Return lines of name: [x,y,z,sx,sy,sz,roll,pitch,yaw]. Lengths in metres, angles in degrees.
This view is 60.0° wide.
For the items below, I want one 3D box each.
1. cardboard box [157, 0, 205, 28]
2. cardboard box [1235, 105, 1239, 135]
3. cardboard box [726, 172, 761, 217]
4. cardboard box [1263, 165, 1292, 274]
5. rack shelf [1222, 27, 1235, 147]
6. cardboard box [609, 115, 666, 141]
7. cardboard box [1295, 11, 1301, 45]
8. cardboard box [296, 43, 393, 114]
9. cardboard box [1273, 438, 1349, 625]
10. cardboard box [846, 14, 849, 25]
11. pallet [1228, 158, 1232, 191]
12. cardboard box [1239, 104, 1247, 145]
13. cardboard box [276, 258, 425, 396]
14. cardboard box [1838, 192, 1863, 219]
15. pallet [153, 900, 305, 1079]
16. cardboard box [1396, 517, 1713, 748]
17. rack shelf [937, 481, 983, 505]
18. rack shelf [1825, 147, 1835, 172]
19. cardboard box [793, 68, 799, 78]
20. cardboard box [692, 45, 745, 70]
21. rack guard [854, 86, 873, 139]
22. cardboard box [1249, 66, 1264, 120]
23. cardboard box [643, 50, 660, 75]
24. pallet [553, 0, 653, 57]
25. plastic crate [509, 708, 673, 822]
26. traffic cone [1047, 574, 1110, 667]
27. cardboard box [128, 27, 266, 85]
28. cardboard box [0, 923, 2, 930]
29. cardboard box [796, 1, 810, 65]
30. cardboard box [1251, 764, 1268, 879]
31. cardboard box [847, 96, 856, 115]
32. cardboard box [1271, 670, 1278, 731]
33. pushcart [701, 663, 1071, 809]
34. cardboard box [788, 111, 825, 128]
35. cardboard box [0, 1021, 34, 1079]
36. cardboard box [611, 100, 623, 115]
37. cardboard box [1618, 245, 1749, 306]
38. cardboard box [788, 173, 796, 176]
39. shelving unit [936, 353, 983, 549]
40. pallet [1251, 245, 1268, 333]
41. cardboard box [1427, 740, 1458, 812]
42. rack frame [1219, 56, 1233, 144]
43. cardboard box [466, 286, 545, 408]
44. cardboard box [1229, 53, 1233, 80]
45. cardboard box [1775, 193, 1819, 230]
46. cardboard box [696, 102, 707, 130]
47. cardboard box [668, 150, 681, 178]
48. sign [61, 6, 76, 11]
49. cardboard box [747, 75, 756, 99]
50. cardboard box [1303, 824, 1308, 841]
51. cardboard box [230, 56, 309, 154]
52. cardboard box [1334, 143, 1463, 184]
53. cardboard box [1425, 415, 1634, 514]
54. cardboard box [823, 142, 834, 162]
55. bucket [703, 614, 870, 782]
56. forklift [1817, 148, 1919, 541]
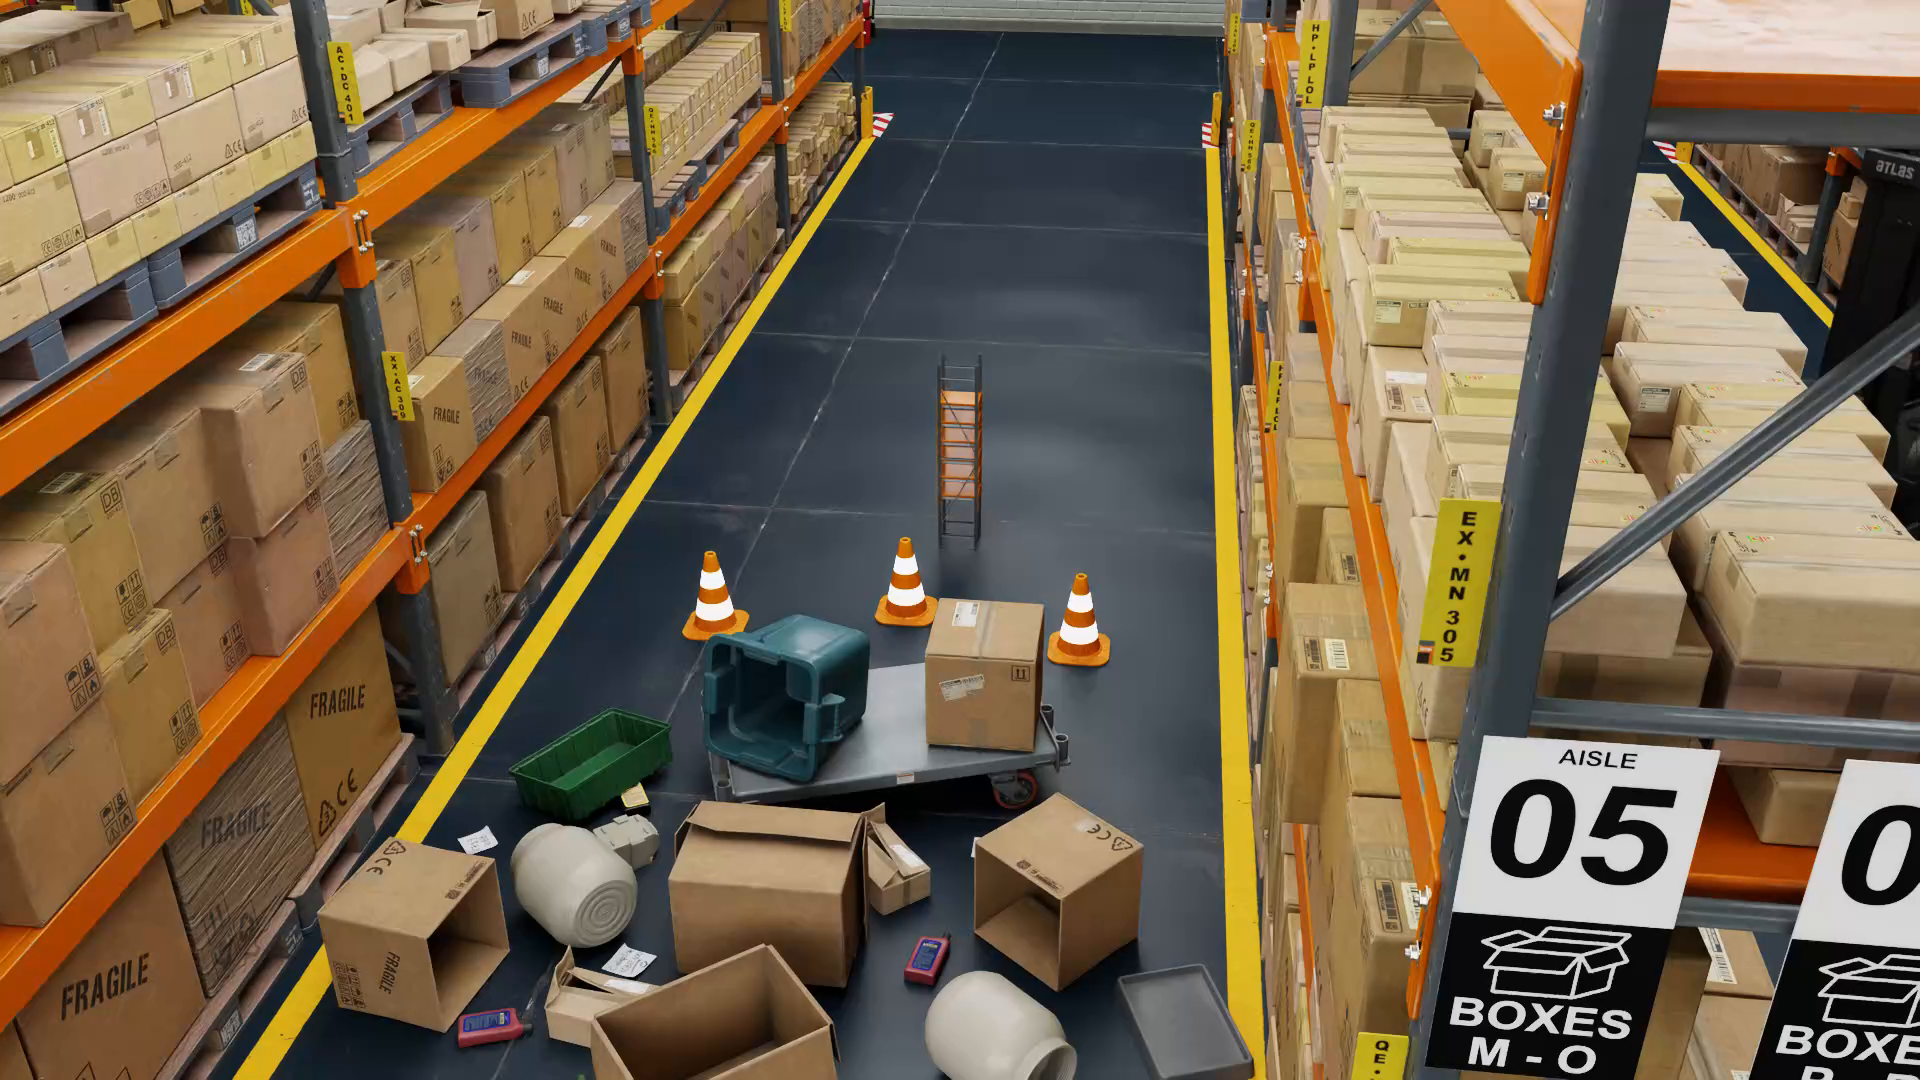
cardboard box: [-7.034,-4.580,14.426,0.797,0.503,0.637,3,28,5]
cardboard box: [2.493,-3.318,13.405,0.500,0.250,0.500,3,28,5]
cardboard box: [-1.971,-2.868,13.813,0.500,0.250,0.500,5,29,9]
cardboard box: [2.039,-1.853,9.664,0.500,0.500,0.500,5,29,9]
rack shelf: [3.116,-4.444,16.096,1.077,0.370,4.000,3,28,6]
cardboard box: [-2.265,-2.846,11.565,0.380,0.149,0.250,3,28,5]
cardboard box: [2.174,-3.008,9.774,0.380,0.149,0.250,3,28,6]
cardboard box: [-2.713,-2.054,7.331,0.258,0.266,0.396,3,28,5]
cardboard box: [1.449,-0.001,5.615,0.700,0.500,0.500,3,28,5]
cardboard box: [-1.391,-5.547,17.649,0.380,0.149,0.250,3,28,6]
pallet: [3.189,-3.521,16.564,1.003,0.211,1.213,3,28,6]
cardboard box: [2.353,-3.062,12.402,0.500,0.250,0.500,3,28,5]
cardboard box: [-2.979,-1.012,7.807,0.700,0.500,0.500,3,28,5]
cardboard box: [7.490,-2.750,13.700,0.380,0.149,0.250,5,29,9]
pallet: [-3.352,1.863,6.570,1.003,0.211,1.213,3,28,6]
cardboard box: [1.196,0.187,3.422,0.500,0.250,0.500,3,28,6]
rack shelf: [-0.002,-0.271,10.088,0.258,0.103,0.180,3,28,6]
rack shelf: [8.043,-4.158,15.563,1.077,0.370,4.000,3,28,6]
cardboard box: [-1.717,-4.446,15.604,0.380,0.149,0.250,2,28,4]
cardboard box: [-1.975,-3.948,13.610,0.380,0.149,0.250,2,28,5]
rack guard: [-1.573,-4.806,18.645,1.175,0.500,0.348,3,28,6]
cardboard box: [2.239,-2.922,11.351,0.500,0.500,0.500,4,29,7]
cardboard box: [-2.654,-3.868,13.462,0.380,0.149,0.250,3,28,6]
pallet: [-2.570,-3.108,9.893,1.213,0.211,1.003,5,29,9]
plastic crate: [-1.755,1.076,7.993,0.450,0.188,0.662,9,28,37]
traffic cone: [0.653,0.398,9.024,0.336,0.463,0.334,3,28,6]
cardboard box: [-2.794,-1.774,6.094,0.380,0.149,0.250,3,28,6]
cardboard box: [-3.478,1.085,4.915,0.875,0.550,0.550,3,28,6]
cardboard box: [-1.690,-4.687,15.368,0.500,0.500,0.500,3,28,6]
cardboard box: [1.551,1.234,7.254,0.500,0.250,0.500,2,28,4]
cardboard box: [-1.345,-4.738,18.132,0.380,0.149,0.250,3,28,5]
cardboard box: [1.476,0.673,6.819,0.380,0.149,0.250,4,29,7]
pushcart: [-0.378,0.991,8.012,1.648,0.377,0.936,-6,29,-11]
cardboard box: [-1.585,-4.261,16.932,0.380,0.149,0.250,2,28,4]
cardboard box: [-3.507,2.016,5.142,0.875,0.875,0.875,4,29,6]
cardboard box: [-2.780,-3.249,12.626,0.380,0.149,0.250,4,29,7]
cardboard box: [1.973,-0.718,4.681,0.380,0.149,0.250,4,29,7]
cardboard box: [-1.750,-3.397,15.642,0.380,0.149,0.250,4,29,7]
shelving unit: [-0.002,-0.521,9.953,0.258,1.200,0.189,3,28,6]
pallet: [2.399,-1.511,10.094,1.213,0.211,1.003,3,28,6]
cardboard box: [1.167,0.435,3.383,0.380,0.149,0.250,3,29,6]
rack frame: [3.361,-5.703,17.672,1.000,3.000,0.127,3,28,6]
cardboard box: [-2.578,-1.043,8.918,0.500,0.500,0.500,3,28,6]
cardboard box: [2.779,-4.577,15.478,0.500,0.500,0.500,3,28,5]
cardboard box: [7.618,-2.962,15.025,0.396,0.266,0.258,4,29,8]
cardboard box: [-2.129,-3.204,12.544,0.380,0.149,0.250,3,28,6]
cardboard box: [-2.223,-2.703,11.928,0.380,0.149,0.250,5,29,9]
sign: [-3.574,-2.008,6.775,0.100,0.325,0.005,3,28,6]
cardboard box: [-1.937,-3.813,13.988,0.380,0.149,0.250,4,29,6]
cardboard box: [1.365,0.908,5.667,0.380,0.149,0.250,3,28,6]
cardboard box: [-2.840,-1.662,6.306,0.500,0.250,0.500,3,28,6]
cardboard box: [1.484,-1.238,5.647,0.380,0.149,0.250,2,28,5]
cardboard box: [1.232,-0.149,3.625,0.380,0.149,0.250,3,28,6]
cardboard box: [-1.510,-3.998,17.072,0.380,0.149,0.250,4,29,7]
bucket: [-0.763,0.676,7.682,0.726,0.611,0.620,14,21,24]
forklift: [5.008,-0.486,8.061,1.130,2.935,3.031,-16,32,-27]
